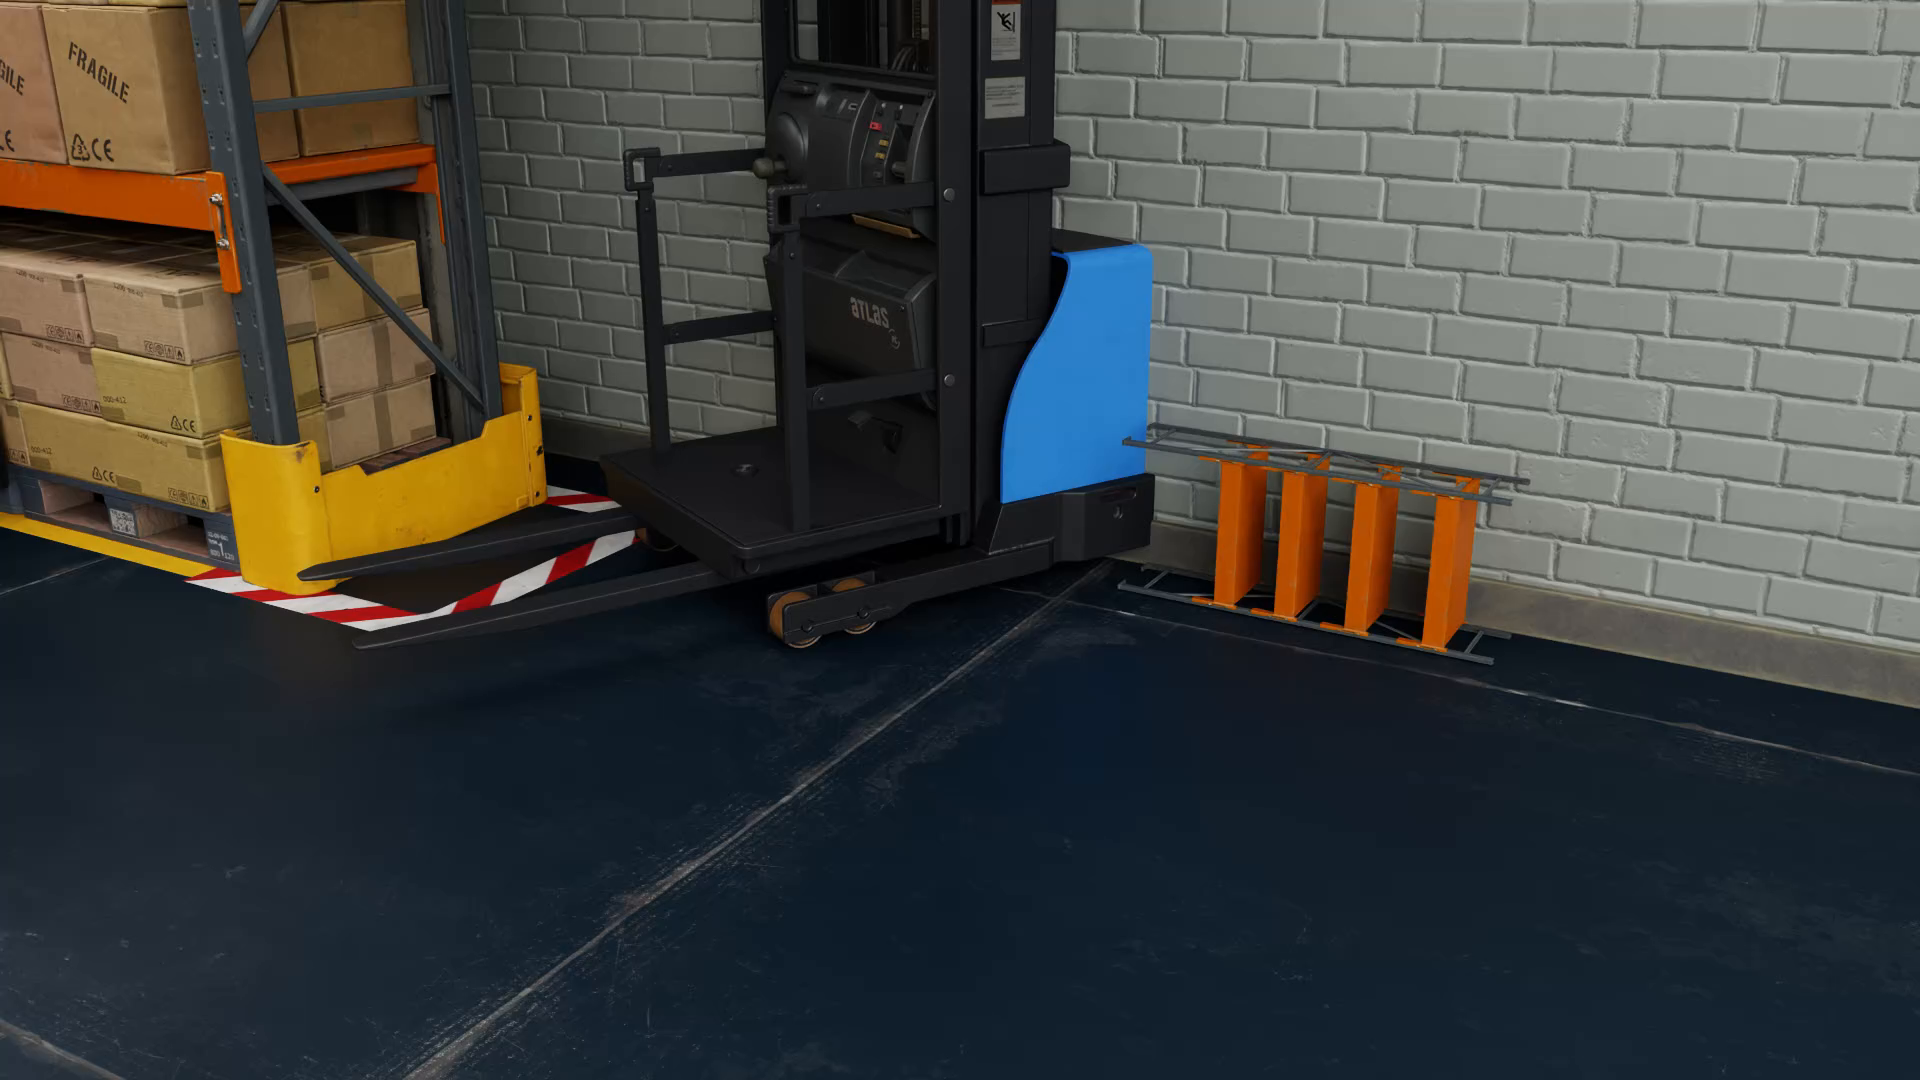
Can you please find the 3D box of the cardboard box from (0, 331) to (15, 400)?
[{"bbox_3d":[-3.462,-0.723,6.143,0.500,0.250,0.500,10,22,26],"label":"cardboard box"}]

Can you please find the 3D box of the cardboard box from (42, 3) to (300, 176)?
[{"bbox_3d":[-2.549,-1.480,5.399,0.500,0.500,0.500,10,22,26],"label":"cardboard box"}]

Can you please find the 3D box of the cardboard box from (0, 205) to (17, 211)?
[{"bbox_3d":[-4.075,-1.277,6.937,0.500,0.250,0.500,11,23,28],"label":"cardboard box"}]

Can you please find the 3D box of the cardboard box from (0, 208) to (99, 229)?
[{"bbox_3d":[-3.632,-1.196,6.713,0.500,0.250,0.500,10,22,26],"label":"cardboard box"}]

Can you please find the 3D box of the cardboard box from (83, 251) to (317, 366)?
[{"bbox_3d":[-2.545,-0.788,5.588,0.500,0.250,0.500,12,23,29],"label":"cardboard box"}]

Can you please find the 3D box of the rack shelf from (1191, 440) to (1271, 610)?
[{"bbox_3d":[0.860,-0.055,5.261,0.148,0.480,0.258,11,23,28],"label":"rack shelf"}]

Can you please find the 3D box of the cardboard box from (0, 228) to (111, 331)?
[{"bbox_3d":[-3.439,-0.952,6.040,0.500,0.250,0.500,11,23,28],"label":"cardboard box"}]

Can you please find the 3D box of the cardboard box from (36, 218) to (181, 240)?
[{"bbox_3d":[-3.188,-1.109,6.473,0.500,0.250,0.500,11,22,27],"label":"cardboard box"}]

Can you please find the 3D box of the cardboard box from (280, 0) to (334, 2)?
[{"bbox_3d":[-2.161,-1.915,5.647,0.250,0.149,0.380,10,22,26],"label":"cardboard box"}]

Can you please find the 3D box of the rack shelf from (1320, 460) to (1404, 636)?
[{"bbox_3d":[1.225,0.017,5.061,0.148,0.480,0.258,11,23,28],"label":"rack shelf"}]

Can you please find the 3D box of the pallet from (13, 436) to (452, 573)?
[{"bbox_3d":[-2.679,-0.233,6.198,1.213,0.211,1.003,11,23,27],"label":"pallet"}]

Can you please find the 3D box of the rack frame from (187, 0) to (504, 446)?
[{"bbox_3d":[-1.991,-1.429,5.406,0.127,3.000,1.000,11,23,27],"label":"rack frame"}]

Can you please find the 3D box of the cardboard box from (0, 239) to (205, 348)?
[{"bbox_3d":[-2.994,-0.871,5.817,0.500,0.250,0.500,11,23,28],"label":"cardboard box"}]

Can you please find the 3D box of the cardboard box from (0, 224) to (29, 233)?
[{"bbox_3d":[-3.878,-1.038,6.279,0.500,0.250,0.500,10,22,26],"label":"cardboard box"}]

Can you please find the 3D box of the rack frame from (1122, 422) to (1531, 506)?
[{"bbox_3d":[1.090,-0.239,5.052,1.200,0.015,0.240,11,23,28],"label":"rack frame"}]

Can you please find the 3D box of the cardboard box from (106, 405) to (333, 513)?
[{"bbox_3d":[-2.555,-0.318,5.760,0.500,0.250,0.500,11,23,28],"label":"cardboard box"}]

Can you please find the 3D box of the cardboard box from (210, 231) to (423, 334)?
[{"bbox_3d":[-2.318,-0.940,6.009,0.500,0.250,0.500,10,22,26],"label":"cardboard box"}]

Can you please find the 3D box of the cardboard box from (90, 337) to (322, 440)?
[{"bbox_3d":[-2.569,-0.557,5.685,0.500,0.250,0.500,10,22,27],"label":"cardboard box"}]

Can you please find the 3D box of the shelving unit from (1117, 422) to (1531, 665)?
[{"bbox_3d":[1.090,-0.010,5.135,1.200,0.503,0.258,11,23,28],"label":"shelving unit"}]

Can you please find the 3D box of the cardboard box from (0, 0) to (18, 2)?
[{"bbox_3d":[-3.076,-1.895,5.592,0.250,0.149,0.380,11,22,27],"label":"cardboard box"}]

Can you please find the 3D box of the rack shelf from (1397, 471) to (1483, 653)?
[{"bbox_3d":[1.429,0.058,4.949,0.148,0.480,0.258,11,23,28],"label":"rack shelf"}]

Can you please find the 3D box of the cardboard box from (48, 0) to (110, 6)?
[{"bbox_3d":[-2.668,-1.789,5.300,0.250,0.149,0.380,11,23,28],"label":"cardboard box"}]

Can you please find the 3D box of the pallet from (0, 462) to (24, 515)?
[{"bbox_3d":[-3.740,-0.436,6.758,1.213,0.211,1.003,11,23,27],"label":"pallet"}]

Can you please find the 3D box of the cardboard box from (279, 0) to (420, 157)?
[{"bbox_3d":[-2.288,-1.641,5.844,0.500,0.500,0.500,12,23,29],"label":"cardboard box"}]

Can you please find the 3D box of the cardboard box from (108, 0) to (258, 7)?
[{"bbox_3d":[-2.431,-1.755,5.207,0.250,0.149,0.380,11,23,28],"label":"cardboard box"}]

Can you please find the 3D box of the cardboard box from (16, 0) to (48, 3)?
[{"bbox_3d":[-2.865,-1.850,5.469,0.250,0.149,0.380,11,23,28],"label":"cardboard box"}]

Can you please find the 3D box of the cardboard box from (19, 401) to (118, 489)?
[{"bbox_3d":[-2.985,-0.404,5.995,0.500,0.250,0.500,11,23,27],"label":"cardboard box"}]

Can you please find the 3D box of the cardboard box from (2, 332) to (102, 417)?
[{"bbox_3d":[-3.001,-0.643,5.923,0.500,0.250,0.500,11,22,27],"label":"cardboard box"}]

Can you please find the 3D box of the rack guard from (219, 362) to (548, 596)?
[{"bbox_3d":[-1.970,-0.250,5.821,0.348,0.500,1.175,11,23,27],"label":"rack guard"}]

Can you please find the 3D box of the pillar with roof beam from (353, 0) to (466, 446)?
[{"bbox_3d":[-4.259,-3.352,1.909,0.400,9.000,9.100,11,23,27],"label":"pillar with roof beam"}]

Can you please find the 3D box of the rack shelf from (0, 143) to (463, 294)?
[{"bbox_3d":[-3.737,-1.424,6.446,4.000,0.370,1.077,11,23,27],"label":"rack shelf"}]

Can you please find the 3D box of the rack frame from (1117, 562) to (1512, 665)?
[{"bbox_3d":[1.090,0.220,5.218,1.200,0.015,0.240,11,23,28],"label":"rack frame"}]

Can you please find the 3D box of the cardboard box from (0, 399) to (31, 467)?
[{"bbox_3d":[-3.417,-0.489,6.232,0.500,0.250,0.500,11,23,28],"label":"cardboard box"}]

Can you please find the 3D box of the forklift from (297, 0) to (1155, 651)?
[{"bbox_3d":[-0.525,-1.259,5.038,3.031,2.935,1.130,-13,24,-31],"label":"forklift"}]

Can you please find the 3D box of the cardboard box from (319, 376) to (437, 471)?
[{"bbox_3d":[-2.325,-0.474,6.189,0.500,0.250,0.500,11,23,28],"label":"cardboard box"}]

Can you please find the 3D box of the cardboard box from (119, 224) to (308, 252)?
[{"bbox_3d":[-2.756,-1.022,6.235,0.500,0.250,0.500,11,23,27],"label":"cardboard box"}]

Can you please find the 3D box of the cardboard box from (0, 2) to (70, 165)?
[{"bbox_3d":[-2.997,-1.569,5.645,0.500,0.500,0.500,12,23,29],"label":"cardboard box"}]

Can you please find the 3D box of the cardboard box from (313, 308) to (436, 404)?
[{"bbox_3d":[-2.300,-0.709,6.104,0.500,0.250,0.500,11,23,28],"label":"cardboard box"}]

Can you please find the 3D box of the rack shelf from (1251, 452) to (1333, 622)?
[{"bbox_3d":[1.032,-0.021,5.167,0.148,0.480,0.258,11,23,28],"label":"rack shelf"}]
